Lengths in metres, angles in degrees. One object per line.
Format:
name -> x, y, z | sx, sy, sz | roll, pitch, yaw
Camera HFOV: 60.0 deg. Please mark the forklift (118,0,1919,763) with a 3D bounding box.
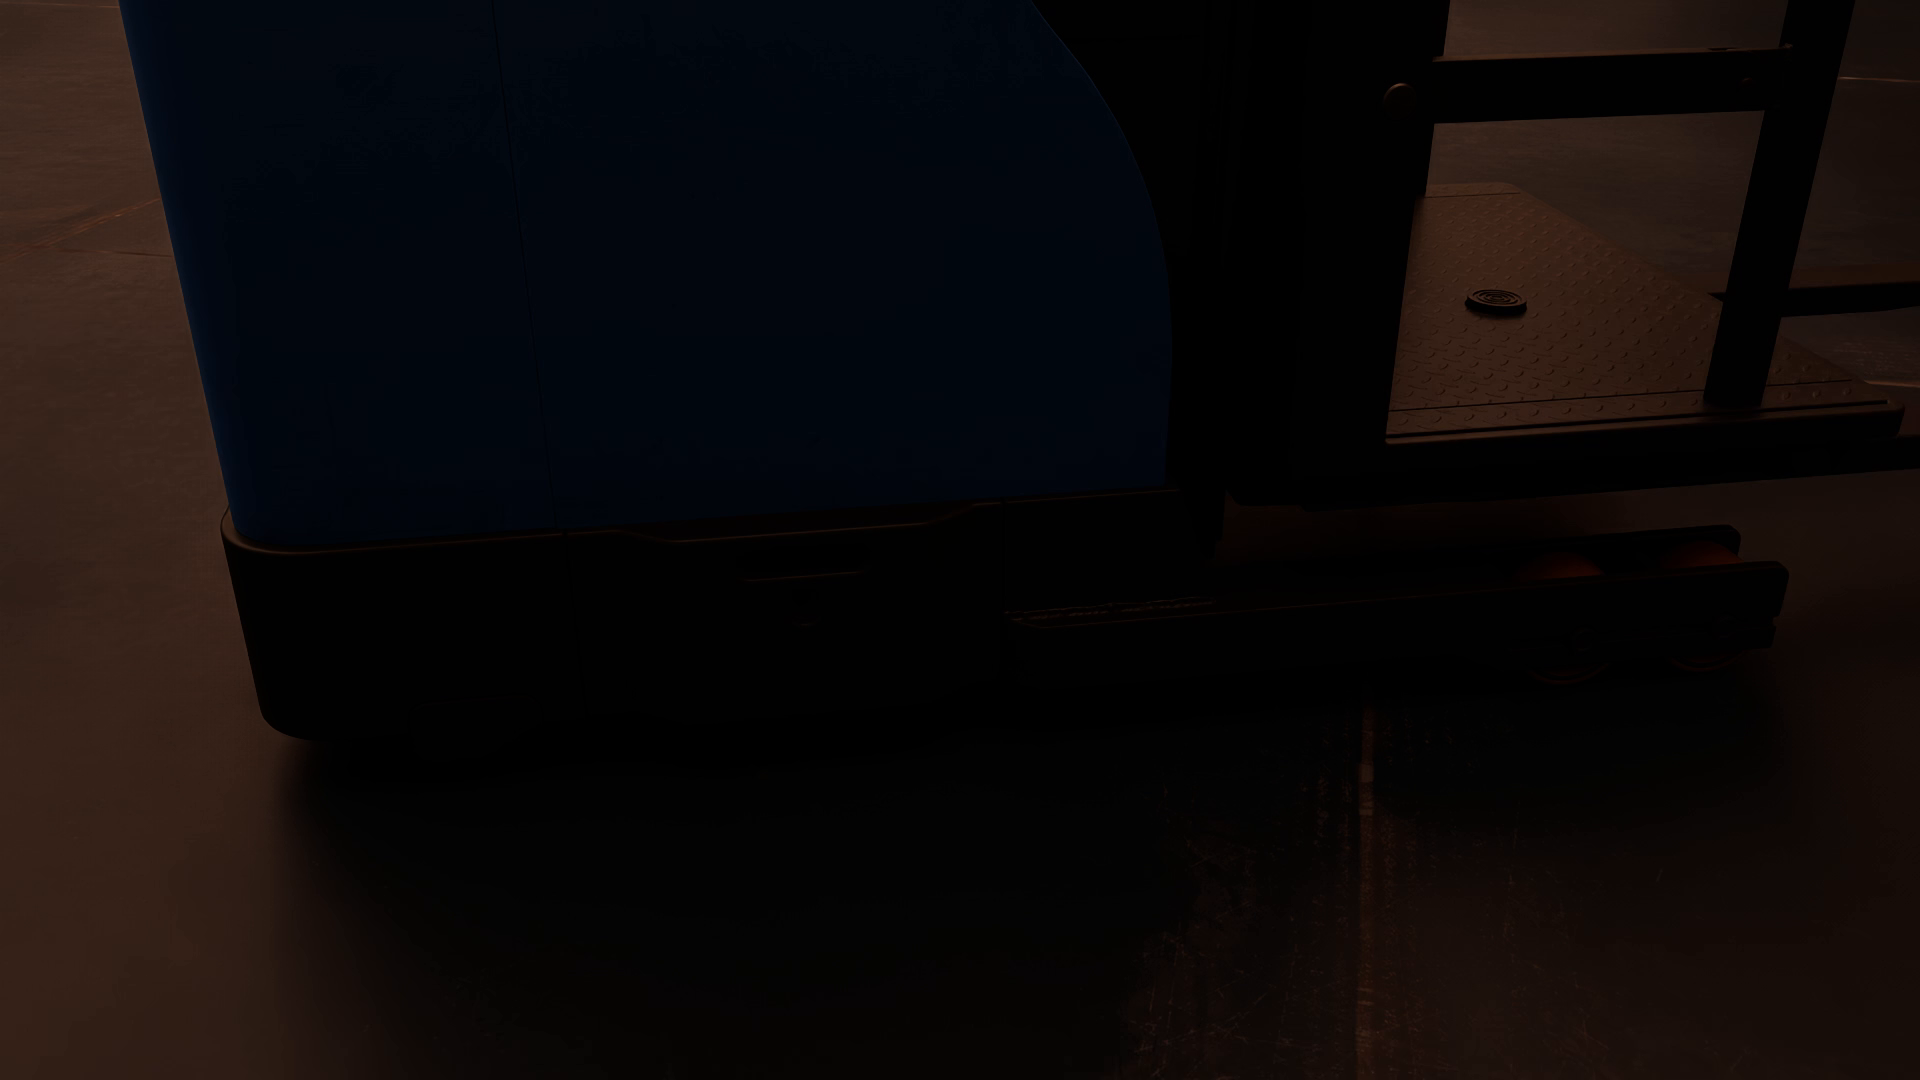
forklift -> 0.600, -1.354, 1.930 | 3.031, 2.935, 1.130 | -4, 27, -9
